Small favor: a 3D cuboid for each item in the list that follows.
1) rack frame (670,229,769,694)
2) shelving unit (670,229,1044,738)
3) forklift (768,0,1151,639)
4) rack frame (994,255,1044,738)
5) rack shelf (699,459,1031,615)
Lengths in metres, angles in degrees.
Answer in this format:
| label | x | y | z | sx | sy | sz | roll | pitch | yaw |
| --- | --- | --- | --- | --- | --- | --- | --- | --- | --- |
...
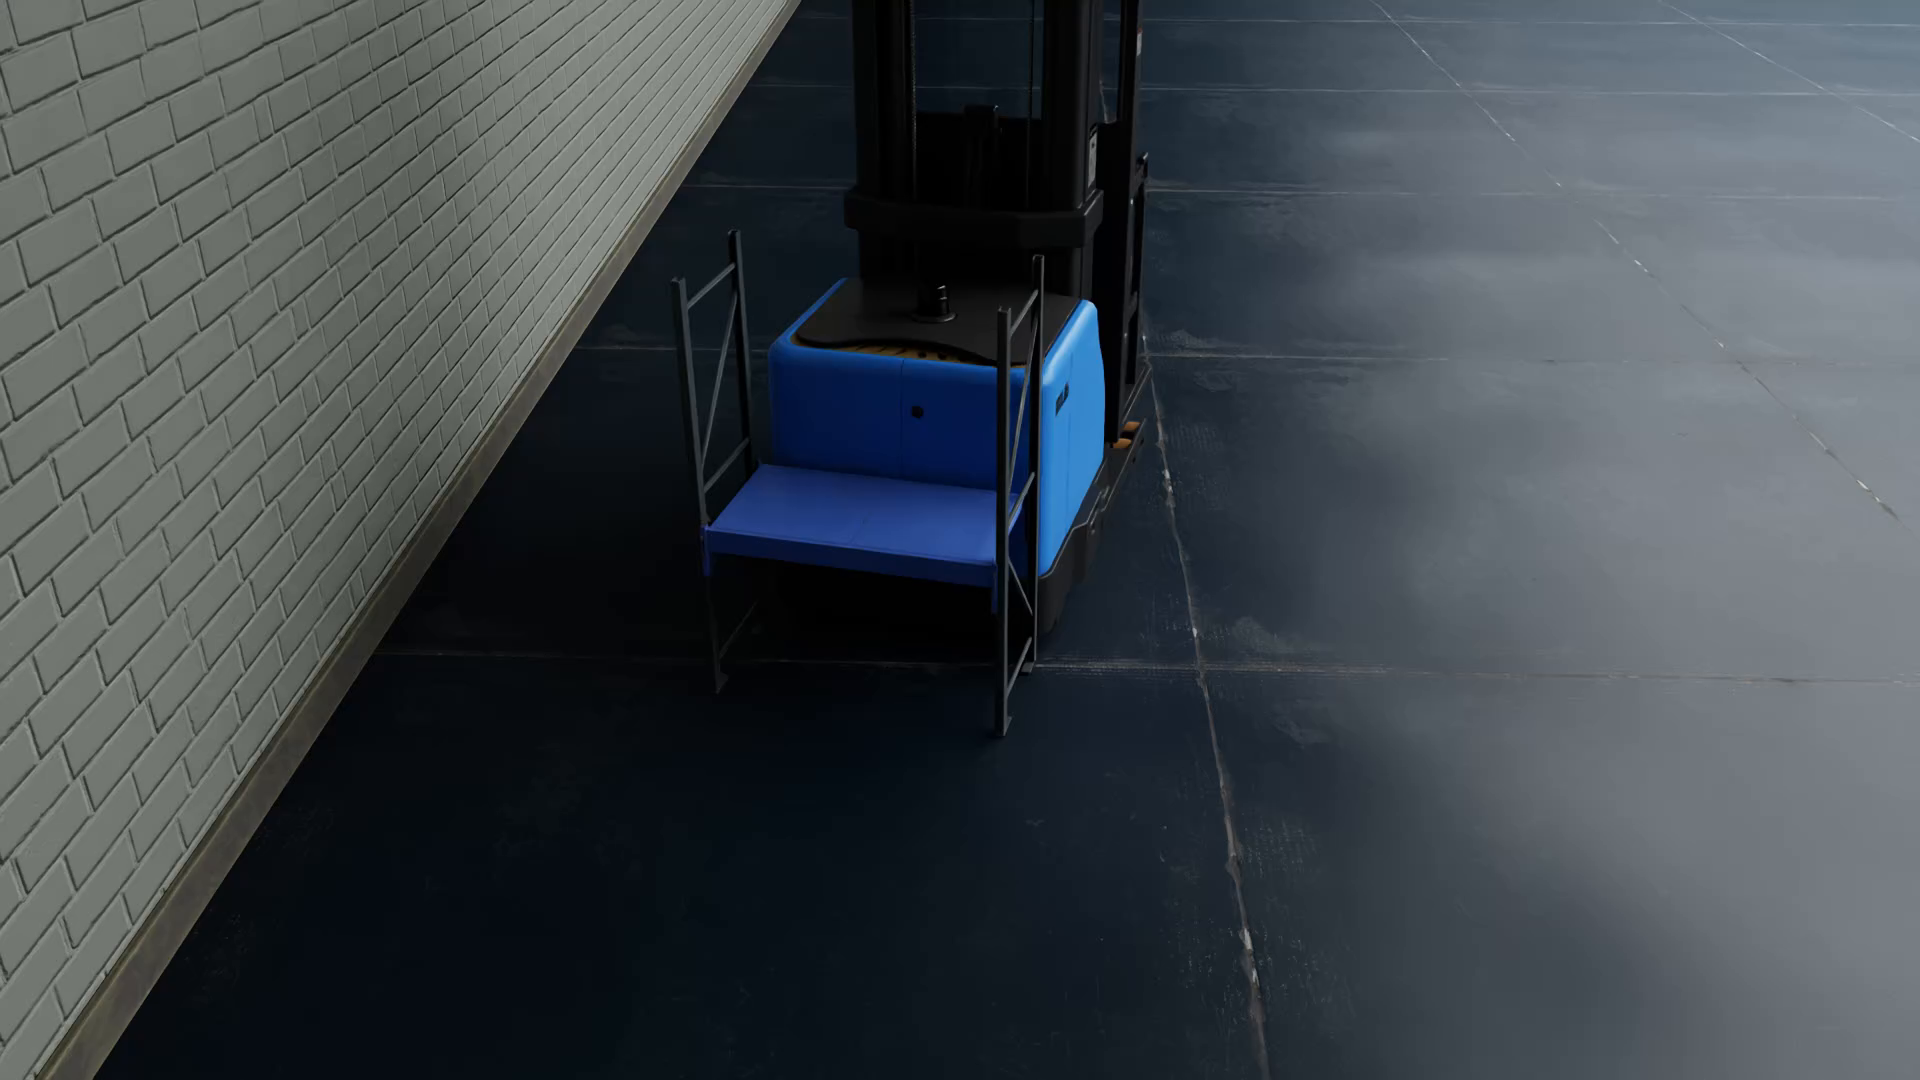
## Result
| label | x | y | z | sx | sy | sz | roll | pitch | yaw |
| --- | --- | --- | --- | --- | --- | --- | --- | --- | --- |
| rack frame | -0.793 | -0.242 | 5.592 | 0.032 | 1.500 | 0.500 | 7 | 30 | 13 |
| shelving unit | -0.302 | -0.180 | 5.477 | 1.048 | 1.500 | 0.538 | 7 | 30 | 13 |
| forklift | 0.207 | -1.615 | 6.667 | 1.130 | 2.935 | 3.031 | 7 | 29 | 14 |
| rack frame | 0.190 | -0.119 | 5.361 | 0.032 | 1.500 | 0.500 | 7 | 30 | 13 |
| rack shelf | -0.301 | -0.023 | 5.564 | 1.000 | 0.185 | 0.538 | 7 | 30 | 13 |
